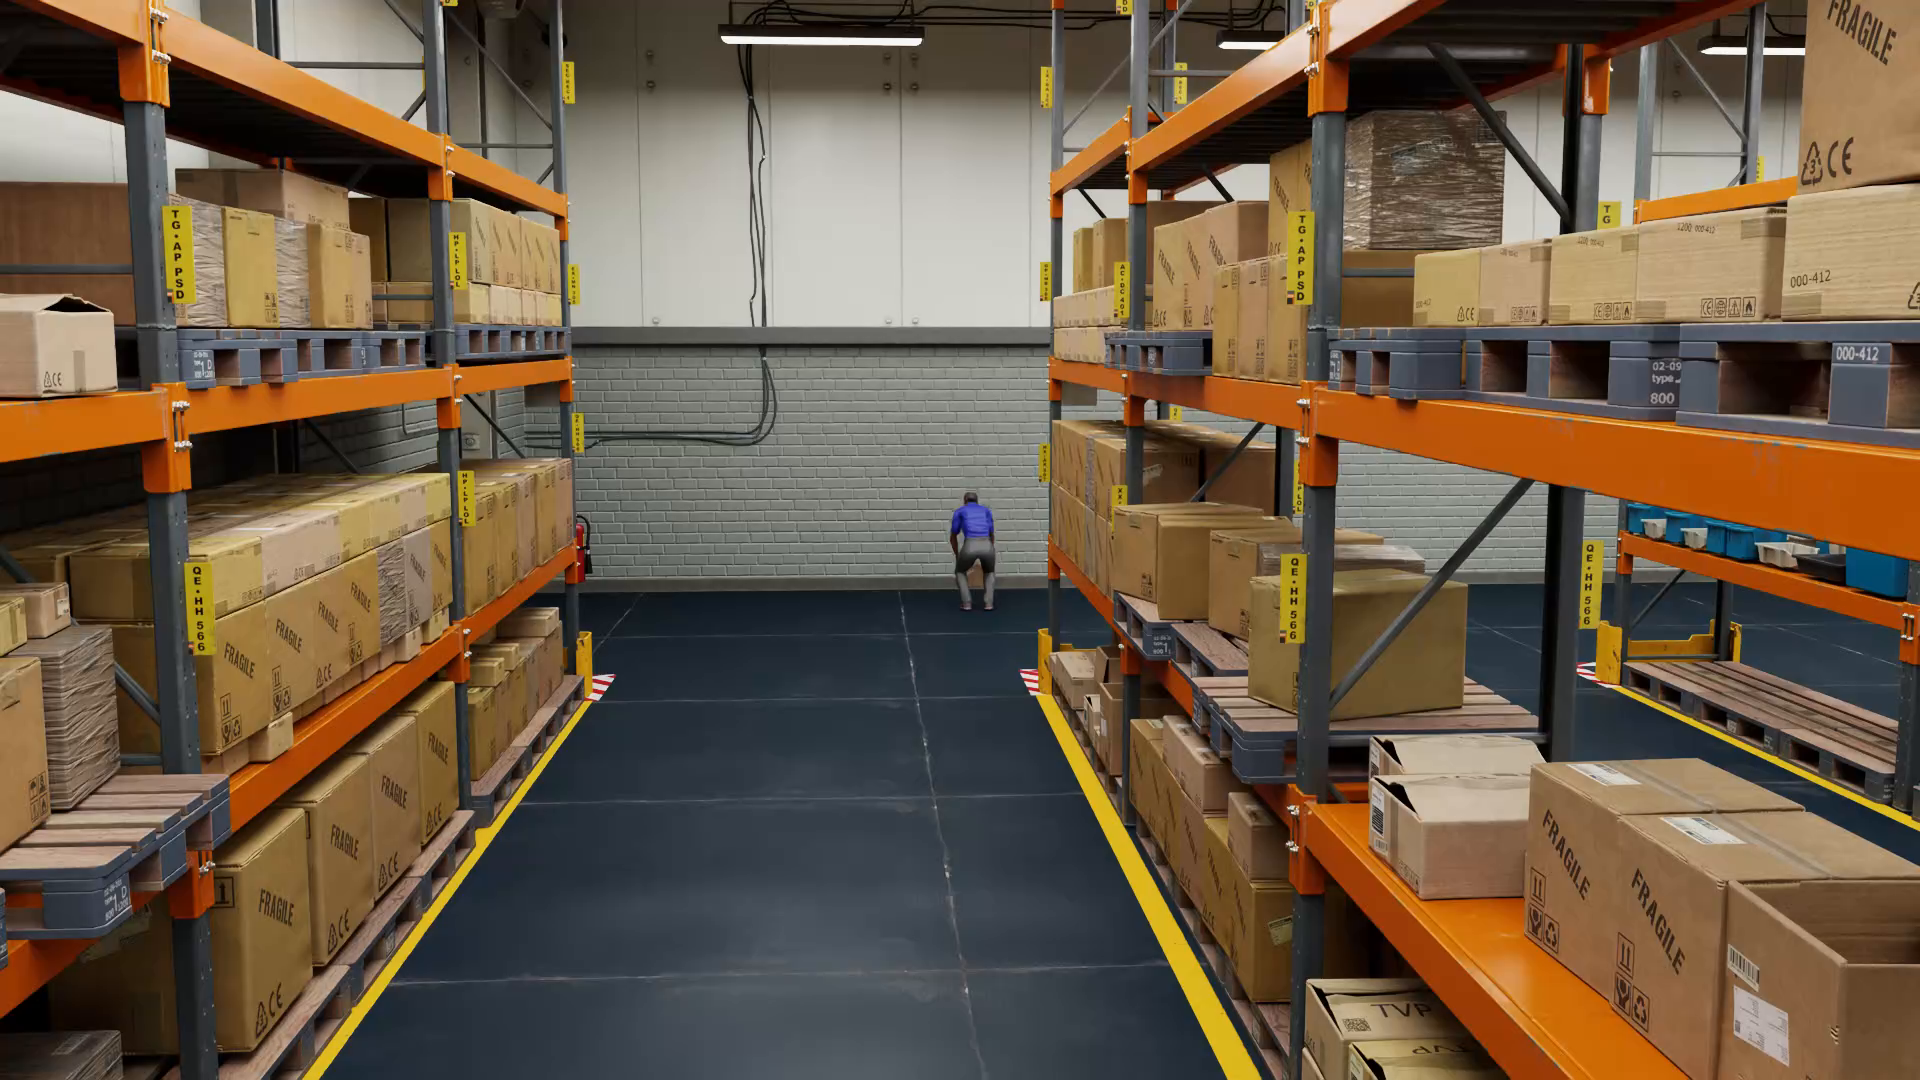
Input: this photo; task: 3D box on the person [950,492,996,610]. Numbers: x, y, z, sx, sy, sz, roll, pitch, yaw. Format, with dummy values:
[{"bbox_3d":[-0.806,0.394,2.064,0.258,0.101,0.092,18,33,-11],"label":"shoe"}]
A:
[{"bbox_3d":[0.143,0.127,18.326,0.498,1.280,0.682,0,7,-4],"label":"person"}]
